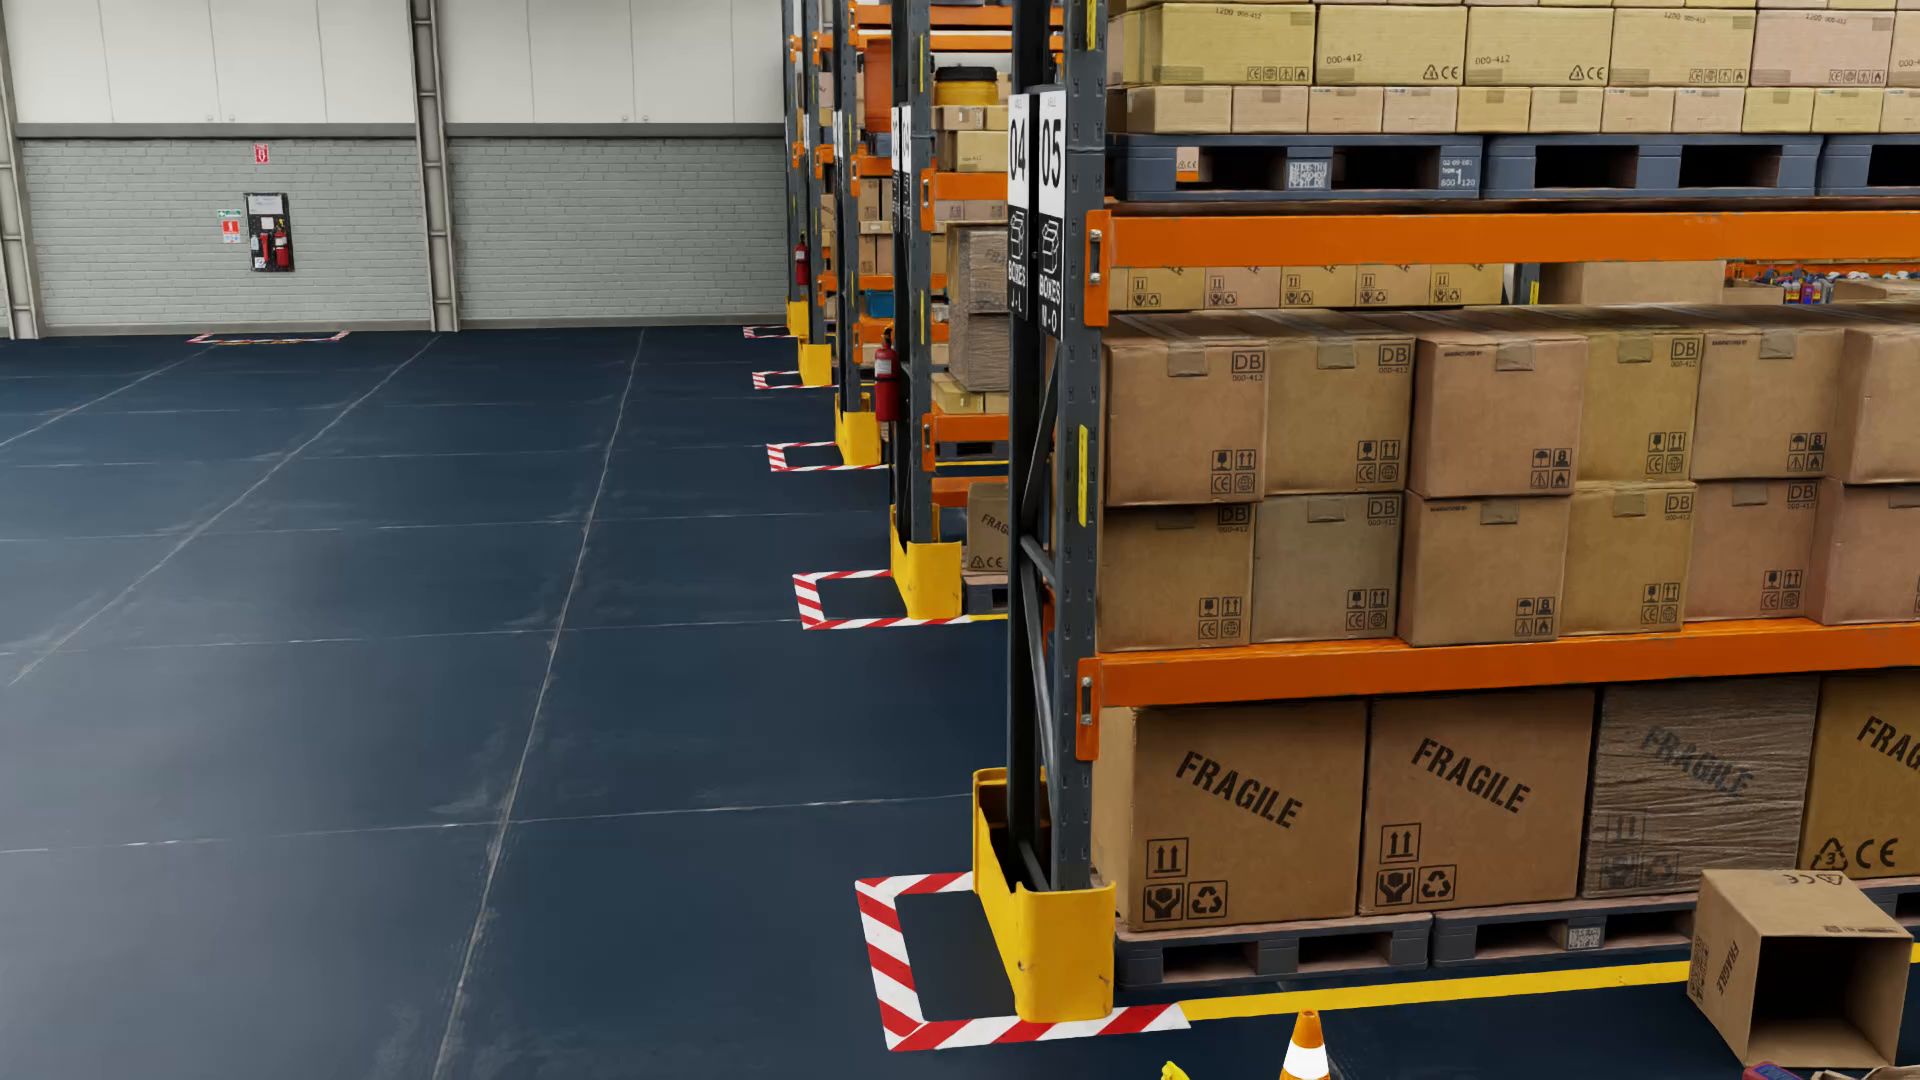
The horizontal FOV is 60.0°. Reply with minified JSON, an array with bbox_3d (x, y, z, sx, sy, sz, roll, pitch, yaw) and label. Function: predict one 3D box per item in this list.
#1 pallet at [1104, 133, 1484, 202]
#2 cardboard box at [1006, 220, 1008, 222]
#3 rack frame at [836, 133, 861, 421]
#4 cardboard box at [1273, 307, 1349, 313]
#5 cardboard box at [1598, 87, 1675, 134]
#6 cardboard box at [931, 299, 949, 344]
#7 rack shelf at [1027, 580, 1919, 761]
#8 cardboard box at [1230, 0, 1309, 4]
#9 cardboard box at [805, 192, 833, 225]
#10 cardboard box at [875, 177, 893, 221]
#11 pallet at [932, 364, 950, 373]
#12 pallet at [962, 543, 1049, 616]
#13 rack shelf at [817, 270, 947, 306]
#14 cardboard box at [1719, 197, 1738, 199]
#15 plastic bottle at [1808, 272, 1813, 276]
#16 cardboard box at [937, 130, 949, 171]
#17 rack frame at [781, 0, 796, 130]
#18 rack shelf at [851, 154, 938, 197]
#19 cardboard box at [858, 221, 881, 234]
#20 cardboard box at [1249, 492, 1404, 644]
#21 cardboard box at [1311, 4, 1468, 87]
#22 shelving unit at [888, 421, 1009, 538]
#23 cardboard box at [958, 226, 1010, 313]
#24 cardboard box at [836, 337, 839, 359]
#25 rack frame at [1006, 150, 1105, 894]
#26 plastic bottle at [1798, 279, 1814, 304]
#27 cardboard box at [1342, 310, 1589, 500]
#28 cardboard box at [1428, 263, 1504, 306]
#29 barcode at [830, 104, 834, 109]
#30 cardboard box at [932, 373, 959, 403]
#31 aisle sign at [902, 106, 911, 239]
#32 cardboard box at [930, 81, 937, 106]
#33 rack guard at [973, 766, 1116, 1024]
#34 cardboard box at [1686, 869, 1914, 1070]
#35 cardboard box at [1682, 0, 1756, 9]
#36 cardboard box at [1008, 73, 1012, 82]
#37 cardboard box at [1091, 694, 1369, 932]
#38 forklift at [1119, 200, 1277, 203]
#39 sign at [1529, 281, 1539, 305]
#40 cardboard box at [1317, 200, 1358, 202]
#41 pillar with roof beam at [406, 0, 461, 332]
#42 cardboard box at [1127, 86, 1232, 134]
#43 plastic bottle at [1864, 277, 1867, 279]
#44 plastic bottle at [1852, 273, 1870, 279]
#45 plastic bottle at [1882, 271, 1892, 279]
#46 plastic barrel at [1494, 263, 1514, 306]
[{"bbox_3d":[1.058,-1.328,5.867,1.213,0.211,1.003,-2,14,-8],"label":"pallet"},{"bbox_3d":[0.677,-3.868,20.438,0.250,0.149,0.380,-2,14,-7],"label":"cardboard box"},{"bbox_3d":[-1.051,-2.275,15.626,0.127,3.000,1.000,-2,14,-8],"label":"rack frame"},{"bbox_3d":[2.209,-1.368,11.193,0.500,0.500,0.875,-2,14,-8],"label":"cardboard box"},{"bbox_3d":[2.212,-1.463,5.668,0.250,0.149,0.380,-2,14,-8],"label":"cardboard box"},{"bbox_3d":[-0.235,-2.706,20.593,0.500,0.500,0.500,-2,14,-8],"label":"cardboard box"},{"bbox_3d":[2.303,0.390,6.481,4.000,0.370,1.077,-2,14,-8],"label":"rack shelf"},{"bbox_3d":[0.951,-1.803,5.388,0.250,0.149,0.380,-2,14,-8],"label":"cardboard box"},{"bbox_3d":[-2.093,-5.027,25.325,0.500,0.500,0.500,-2,14,-9],"label":"cardboard box"},{"bbox_3d":[-0.750,-4.180,20.352,0.500,0.500,0.700,-2,14,-10],"label":"cardboard box"},{"bbox_3d":[0.168,-2.195,21.041,1.213,0.211,1.003,-2,14,-8],"label":"pallet"},{"bbox_3d":[0.571,0.245,11.310,1.213,0.211,1.003,-2,14,-8],"label":"pallet"},{"bbox_3d":[0.192,-3.190,20.754,4.000,0.370,1.077,-2,14,-8],"label":"rack shelf"},{"bbox_3d":[10.542,-4.515,22.300,0.500,0.500,0.500,-2,14,-8],"label":"cardboard box"},{"bbox_3d":[8.941,-2.679,17.503,0.097,0.271,0.097,0,14,0],"label":"plastic bottle"},{"bbox_3d":[0.126,-2.544,10.843,0.500,0.250,0.500,-2,14,-7],"label":"cardboard box"},{"bbox_3d":[-2.527,-7.568,24.399,0.127,3.000,1.000,-2,14,-8],"label":"rack frame"},{"bbox_3d":[0.927,-3.453,15.638,4.000,0.370,1.077,-2,14,-8],"label":"rack shelf"},{"bbox_3d":[-1.105,-3.802,20.178,0.250,0.149,0.380,-2,14,-10],"label":"cardboard box"},{"bbox_3d":[1.227,-0.009,6.283,0.550,0.550,0.875,-2,14,-8],"label":"cardboard box"},{"bbox_3d":[1.343,-1.640,5.556,0.500,0.250,0.500,-2,14,-9],"label":"cardboard box"},{"bbox_3d":[0.007,-0.546,12.586,1.048,1.125,0.538,-2,14,-8],"label":"shelving unit"},{"bbox_3d":[0.271,-1.716,10.524,0.500,0.500,0.500,-2,14,-8],"label":"cardboard box"},{"bbox_3d":[-1.299,-2.427,21.022,0.500,0.250,0.500,-2,14,-8],"label":"cardboard box"},{"bbox_3d":[0.326,0.113,6.104,0.127,3.000,1.000,-2,14,-8],"label":"rack frame"},{"bbox_3d":[8.485,-2.477,16.672,0.133,0.283,0.061,-2,14,-8],"label":"plastic bottle"},{"bbox_3d":[1.803,-0.517,6.089,0.550,0.550,0.875,-2,14,-8],"label":"cardboard box"},{"bbox_3d":[3.238,-1.824,10.955,0.500,0.500,0.500,-2,14,-8],"label":"cardboard box"},{"bbox_3d":[-1.559,-5.330,20.449,0.075,0.075,0.001,-2,14,-8],"label":"barcode"},{"bbox_3d":[-0.062,-1.022,11.146,0.250,0.149,0.380,-2,14,-8],"label":"cardboard box"},{"bbox_3d":[-0.330,-2.270,10.263,0.004,0.787,0.394,-2,14,-8],"label":"aisle sign"},{"bbox_3d":[-0.102,-5.236,19.911,0.500,0.500,0.500,-2,14,-8],"label":"cardboard box"},{"bbox_3d":[0.302,1.327,6.405,0.348,0.500,1.175,-2,14,-8],"label":"rack guard"},{"bbox_3d":[2.899,1.483,5.777,0.500,0.500,0.500,0,14,1],"label":"cardboard box"},{"bbox_3d":[2.465,-1.859,5.609,0.250,0.149,0.380,-2,14,-8],"label":"cardboard box"},{"bbox_3d":[0.973,-6.718,24.873,0.500,0.500,0.500,-3,14,-13],"label":"cardboard box"},{"bbox_3d":[0.987,0.900,6.473,0.875,0.875,0.875,-2,14,-8],"label":"cardboard box"},{"bbox_3d":[2.144,-2.108,15.101,1.130,2.935,3.031,10,17,36],"label":"forklift"},{"bbox_3d":[3.731,-1.518,10.829,0.005,0.325,0.100,-2,14,-8],"label":"sign"},{"bbox_3d":[5.902,-5.106,26.059,0.500,0.500,0.500,-2,14,-7],"label":"cardboard box"},{"bbox_3d":[-7.255,-6.548,20.334,0.400,9.000,9.100,-2,14,-8],"label":"pillar with roof beam"},{"bbox_3d":[0.713,-1.407,5.448,0.250,0.149,0.380,-2,14,-8],"label":"cardboard box"},{"bbox_3d":[9.214,-2.540,16.947,0.097,0.271,0.097,0,14,0],"label":"plastic bottle"},{"bbox_3d":[9.408,-2.654,17.394,0.135,0.276,0.152,-2,14,-8],"label":"plastic bottle"},{"bbox_3d":[9.820,-2.711,17.631,0.097,0.271,0.097,0,14,0],"label":"plastic bottle"},{"bbox_3d":[5.458,-2.515,16.355,0.421,0.512,0.421,0,14,0],"label":"plastic barrel"}]
